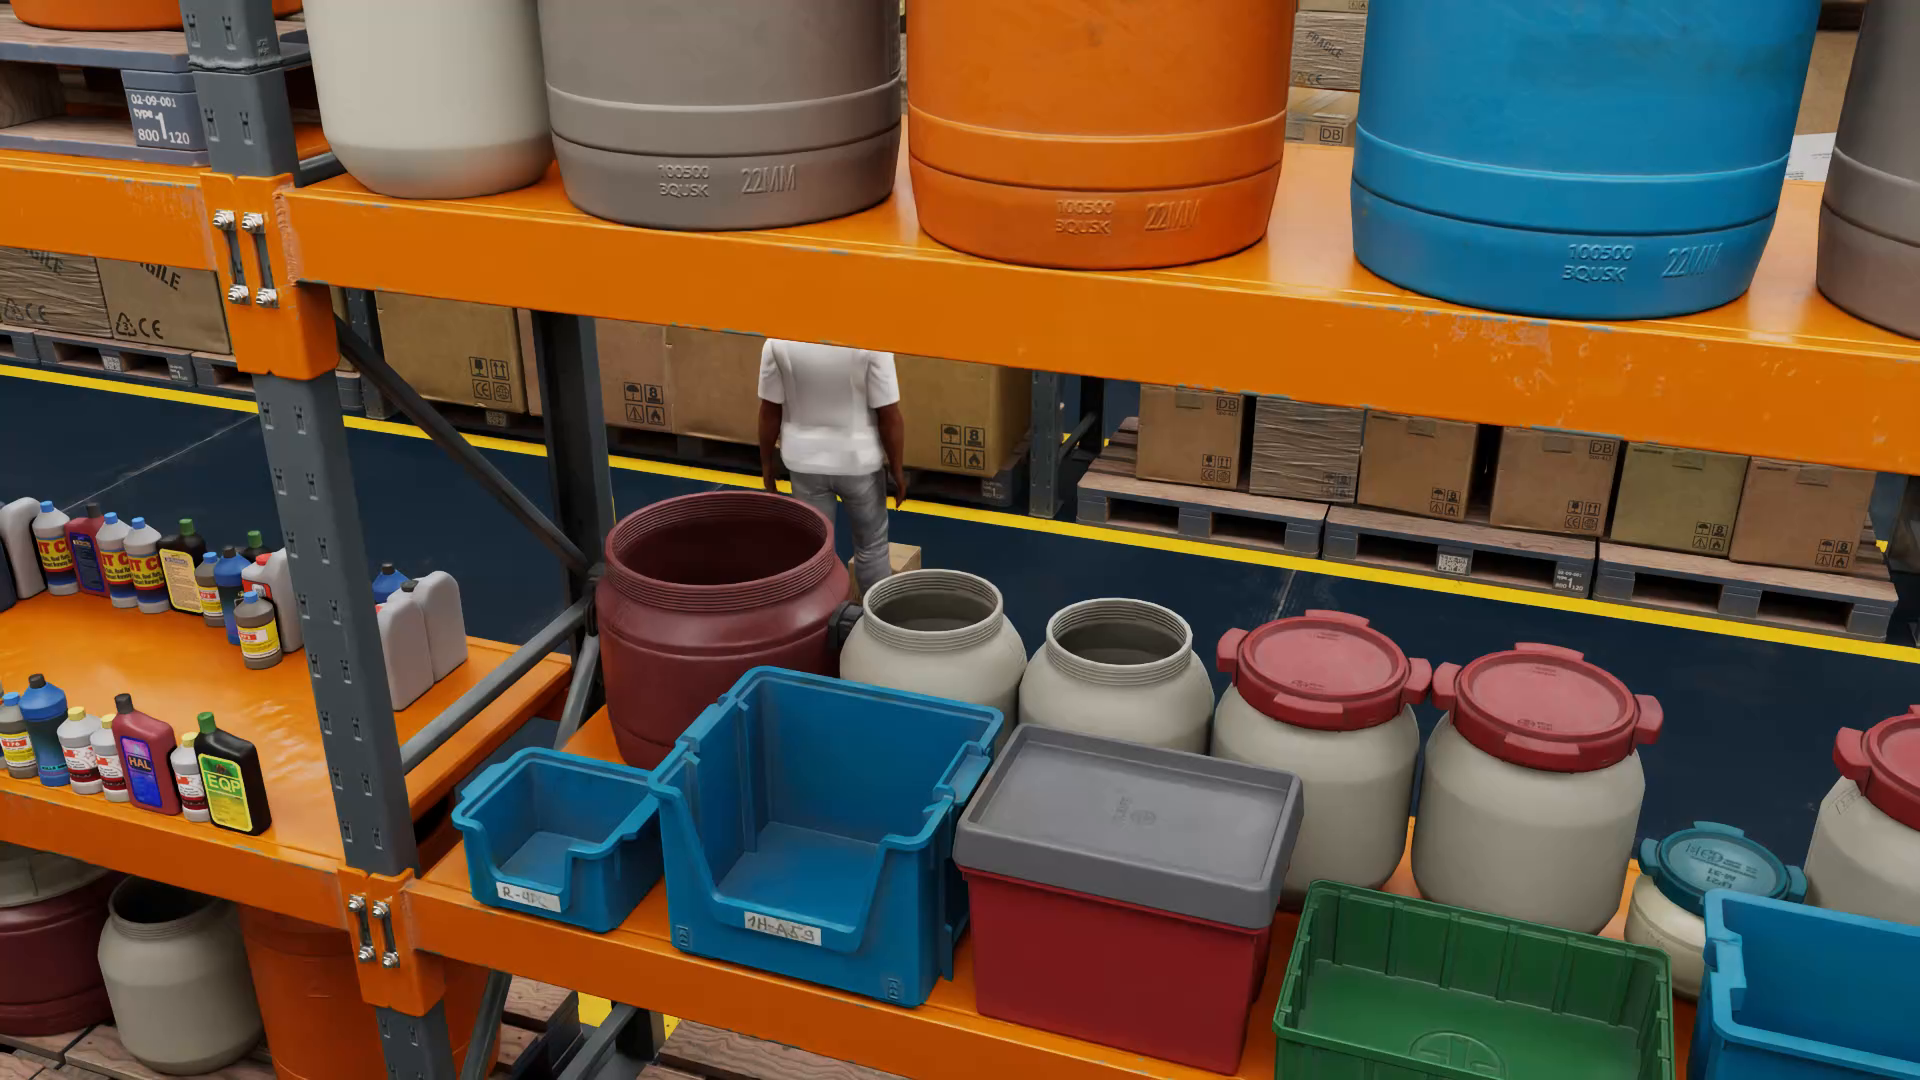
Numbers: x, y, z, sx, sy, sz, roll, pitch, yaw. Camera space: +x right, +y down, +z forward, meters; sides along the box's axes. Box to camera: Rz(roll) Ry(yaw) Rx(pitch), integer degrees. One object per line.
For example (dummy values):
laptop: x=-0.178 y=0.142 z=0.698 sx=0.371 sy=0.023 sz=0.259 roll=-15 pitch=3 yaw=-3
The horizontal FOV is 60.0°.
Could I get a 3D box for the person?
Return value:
person: x=-0.502 y=-0.364 z=6.816 sx=0.596 sy=1.760 sz=0.620 roll=1 pitch=26 yaw=3
